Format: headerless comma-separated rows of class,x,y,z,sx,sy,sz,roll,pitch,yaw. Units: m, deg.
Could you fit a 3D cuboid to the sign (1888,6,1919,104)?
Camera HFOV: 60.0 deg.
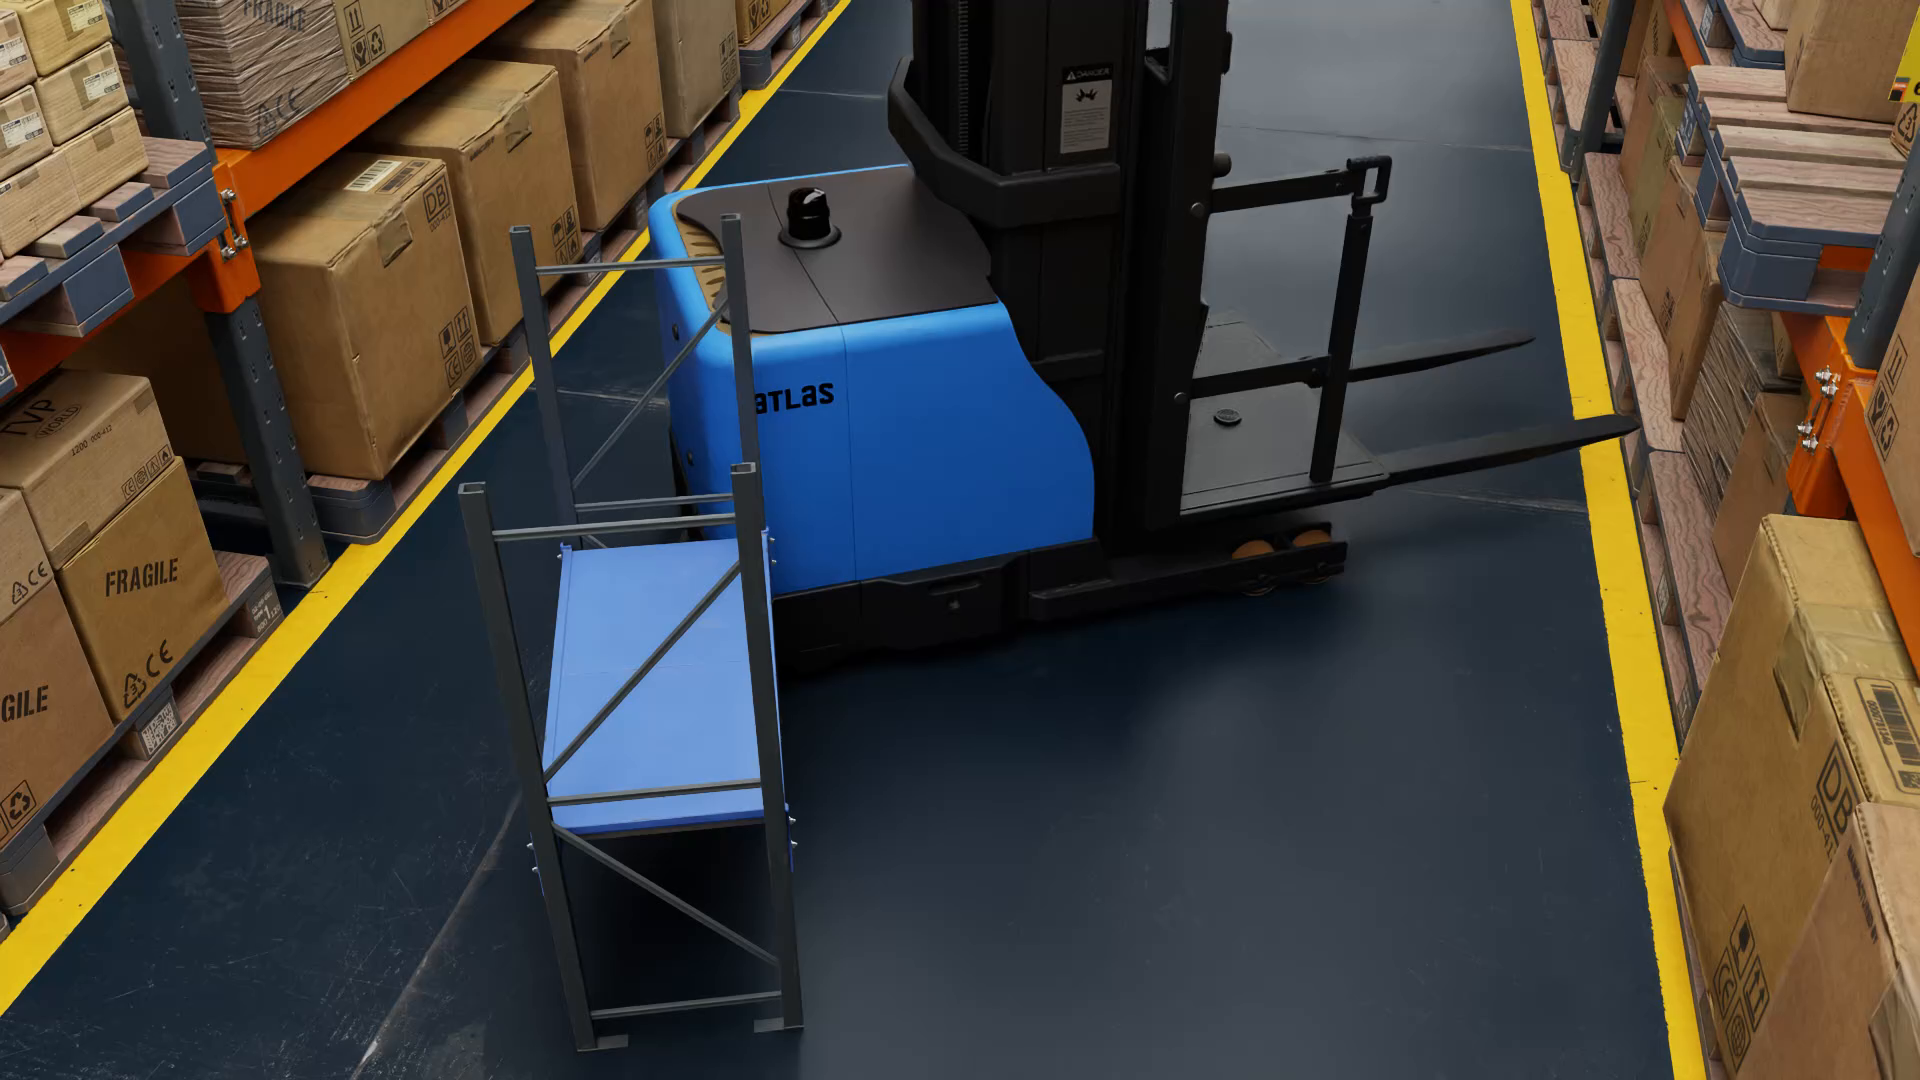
sign,1.851,-0.978,3.125,0.100,0.325,0.005,7,37,10

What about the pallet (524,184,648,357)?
pallet,-1.936,-1.169,6.684,1.003,0.211,1.213,7,37,10

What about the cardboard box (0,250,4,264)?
cardboard box,-2.207,-0.597,3.374,0.380,0.149,0.250,8,37,11

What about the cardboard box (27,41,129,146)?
cardboard box,-2.102,-1.007,3.686,0.380,0.149,0.250,8,37,11

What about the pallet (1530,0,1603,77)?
pallet,3.604,-2.734,8.843,1.003,0.211,1.213,7,37,10

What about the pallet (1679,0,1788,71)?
pallet,2.765,-1.541,4.984,1.003,0.211,1.213,7,37,10

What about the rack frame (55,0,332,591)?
rack frame,-2.441,-1.159,4.293,1.000,3.000,0.127,7,37,10

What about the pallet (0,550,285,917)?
pallet,-2.610,0.418,4.493,1.003,0.211,1.213,7,37,10

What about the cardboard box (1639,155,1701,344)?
cardboard box,2.846,-0.997,5.825,0.700,0.500,0.500,4,36,6

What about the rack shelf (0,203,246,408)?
rack shelf,-2.868,0.279,2.922,1.077,0.370,4.000,7,37,10

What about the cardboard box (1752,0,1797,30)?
cardboard box,2.475,-1.584,4.637,0.396,0.266,0.258,6,36,9

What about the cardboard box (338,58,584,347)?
cardboard box,-2.040,-1.257,5.988,1.050,0.750,0.750,8,37,11

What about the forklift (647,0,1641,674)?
forklift,0.661,-1.304,4.552,3.031,2.935,1.130,-10,37,-14

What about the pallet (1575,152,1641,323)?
pallet,3.072,-1.197,6.721,1.003,0.211,1.213,7,37,10

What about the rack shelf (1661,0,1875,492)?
rack shelf,2.810,-1.334,5.148,1.077,0.370,4.000,7,37,10

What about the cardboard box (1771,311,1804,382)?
cardboard box,2.600,-0.642,4.696,0.500,0.250,0.500,11,37,15

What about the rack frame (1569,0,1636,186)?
rack frame,3.237,-2.772,6.519,1.000,3.000,0.127,7,37,10

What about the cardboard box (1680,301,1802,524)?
cardboard box,2.612,-0.351,4.934,0.700,0.500,0.500,4,36,6

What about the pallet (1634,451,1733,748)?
pallet,2.551,0.202,4.791,1.003,0.211,1.213,7,37,10

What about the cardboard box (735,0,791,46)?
cardboard box,-1.384,-3.113,8.442,0.875,0.875,0.875,8,37,11

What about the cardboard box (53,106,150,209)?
cardboard box,-2.098,-0.887,3.773,0.380,0.149,0.250,8,37,11

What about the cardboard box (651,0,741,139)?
cardboard box,-1.632,-2.344,7.487,1.050,0.750,0.750,7,37,10

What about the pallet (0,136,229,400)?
pallet,-2.489,-0.659,3.767,1.213,0.211,1.003,7,37,10

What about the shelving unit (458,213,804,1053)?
shelving unit,-0.668,0.205,3.689,0.538,1.500,1.048,-4,36,-6

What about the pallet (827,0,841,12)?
pallet,-1.090,-3.450,9.831,1.003,0.211,1.213,7,37,10

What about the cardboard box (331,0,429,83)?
cardboard box,-1.976,-1.715,4.974,0.500,0.500,0.500,7,37,10

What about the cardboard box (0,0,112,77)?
cardboard box,-2.098,-1.129,3.601,0.380,0.149,0.250,6,36,8

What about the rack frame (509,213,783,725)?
rack frame,-0.735,-0.090,4.097,0.500,1.500,0.032,-4,36,-6

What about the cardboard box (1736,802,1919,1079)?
cardboard box,2.017,1.114,2.609,1.225,0.875,0.875,7,37,10

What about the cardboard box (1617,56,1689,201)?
cardboard box,3.085,-1.589,6.641,0.700,0.500,0.500,5,36,6

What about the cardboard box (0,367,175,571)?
cardboard box,-2.331,-0.195,4.097,0.500,0.250,0.500,6,36,9

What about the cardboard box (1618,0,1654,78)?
cardboard box,3.476,-2.484,7.893,0.500,0.500,0.500,19,40,24

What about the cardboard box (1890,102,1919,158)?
cardboard box,2.459,-1.004,3.636,0.500,0.500,0.500,3,36,4

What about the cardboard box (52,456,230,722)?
cardboard box,-2.326,0.094,4.337,0.500,0.500,0.500,7,37,10
